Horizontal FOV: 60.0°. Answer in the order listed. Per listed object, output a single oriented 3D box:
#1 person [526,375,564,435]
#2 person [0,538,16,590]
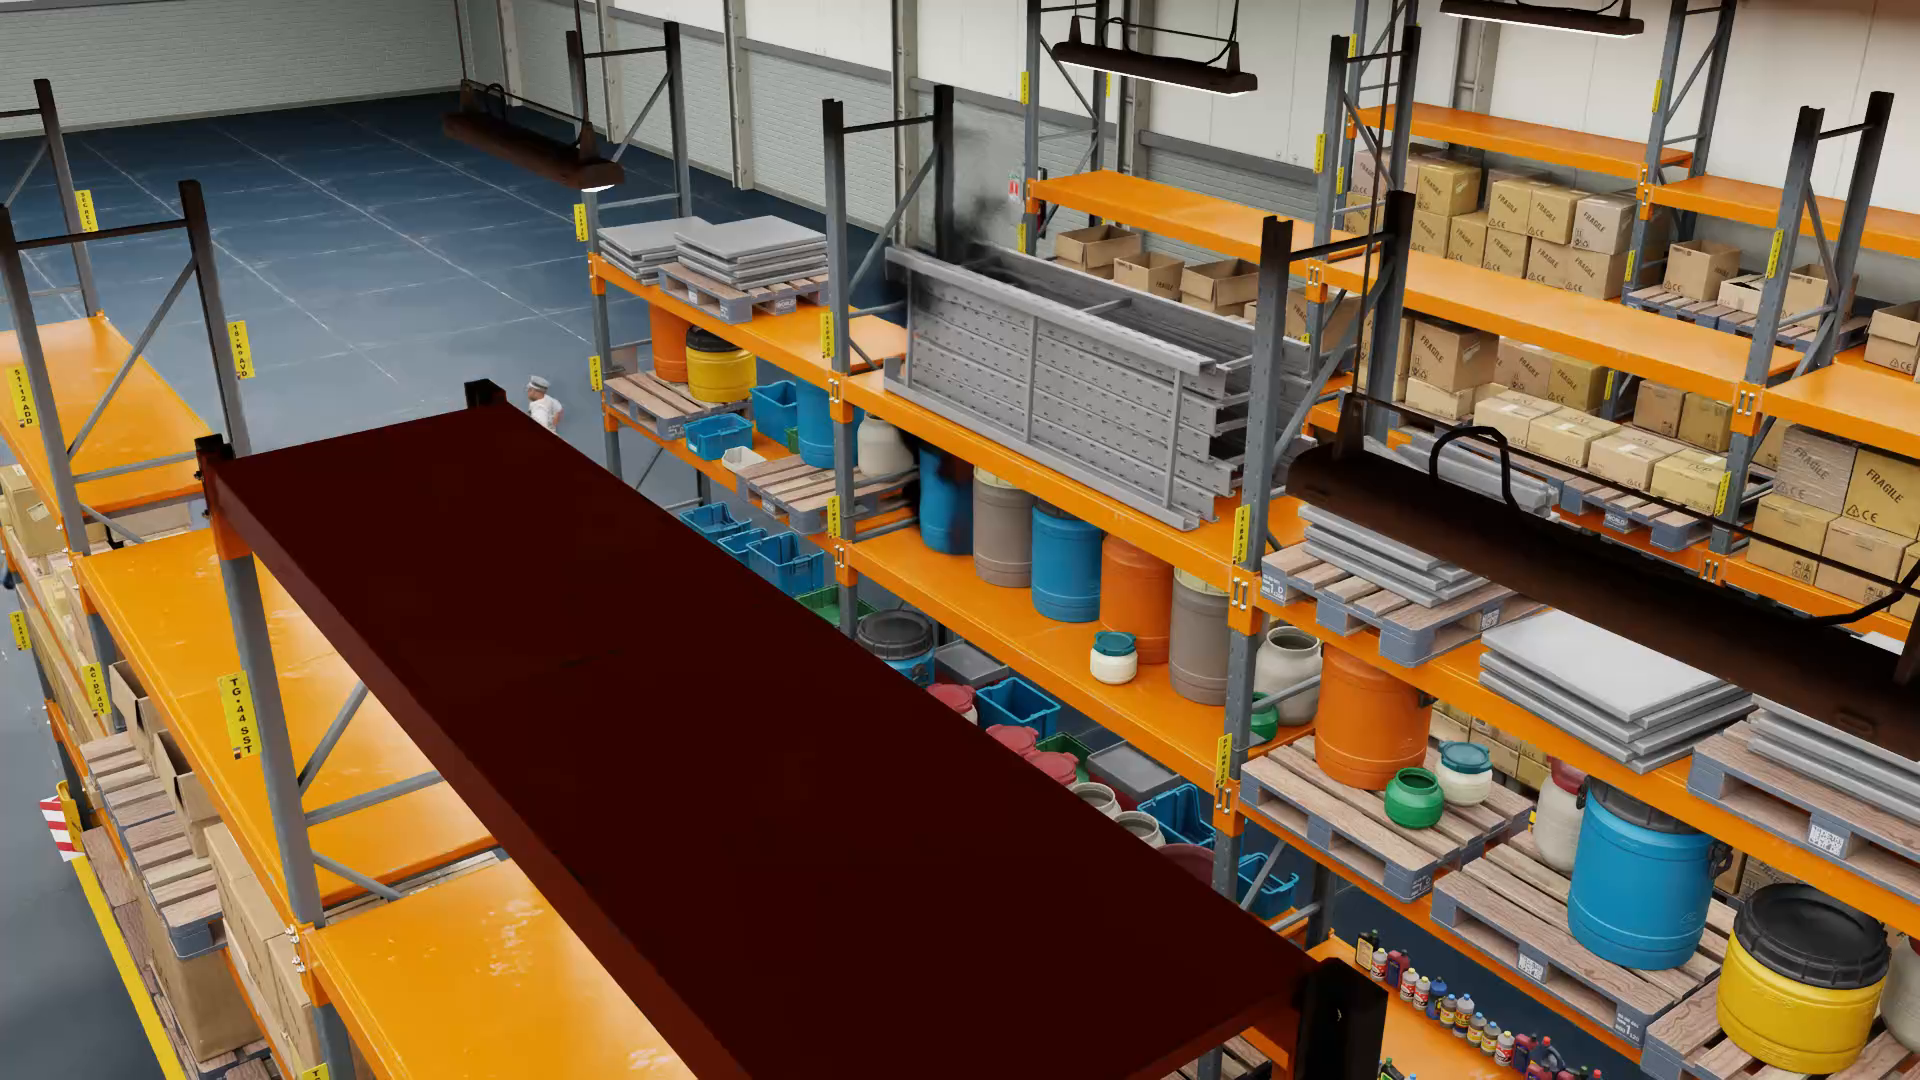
[{"bbox_3d":[-4.856,-1.056,19.173,0.680,1.772,0.647,-6,25,-12],"label":"person"},{"bbox_3d":[-9.508,0.150,16.832,0.630,1.542,0.567,0,25,-1],"label":"person"}]
